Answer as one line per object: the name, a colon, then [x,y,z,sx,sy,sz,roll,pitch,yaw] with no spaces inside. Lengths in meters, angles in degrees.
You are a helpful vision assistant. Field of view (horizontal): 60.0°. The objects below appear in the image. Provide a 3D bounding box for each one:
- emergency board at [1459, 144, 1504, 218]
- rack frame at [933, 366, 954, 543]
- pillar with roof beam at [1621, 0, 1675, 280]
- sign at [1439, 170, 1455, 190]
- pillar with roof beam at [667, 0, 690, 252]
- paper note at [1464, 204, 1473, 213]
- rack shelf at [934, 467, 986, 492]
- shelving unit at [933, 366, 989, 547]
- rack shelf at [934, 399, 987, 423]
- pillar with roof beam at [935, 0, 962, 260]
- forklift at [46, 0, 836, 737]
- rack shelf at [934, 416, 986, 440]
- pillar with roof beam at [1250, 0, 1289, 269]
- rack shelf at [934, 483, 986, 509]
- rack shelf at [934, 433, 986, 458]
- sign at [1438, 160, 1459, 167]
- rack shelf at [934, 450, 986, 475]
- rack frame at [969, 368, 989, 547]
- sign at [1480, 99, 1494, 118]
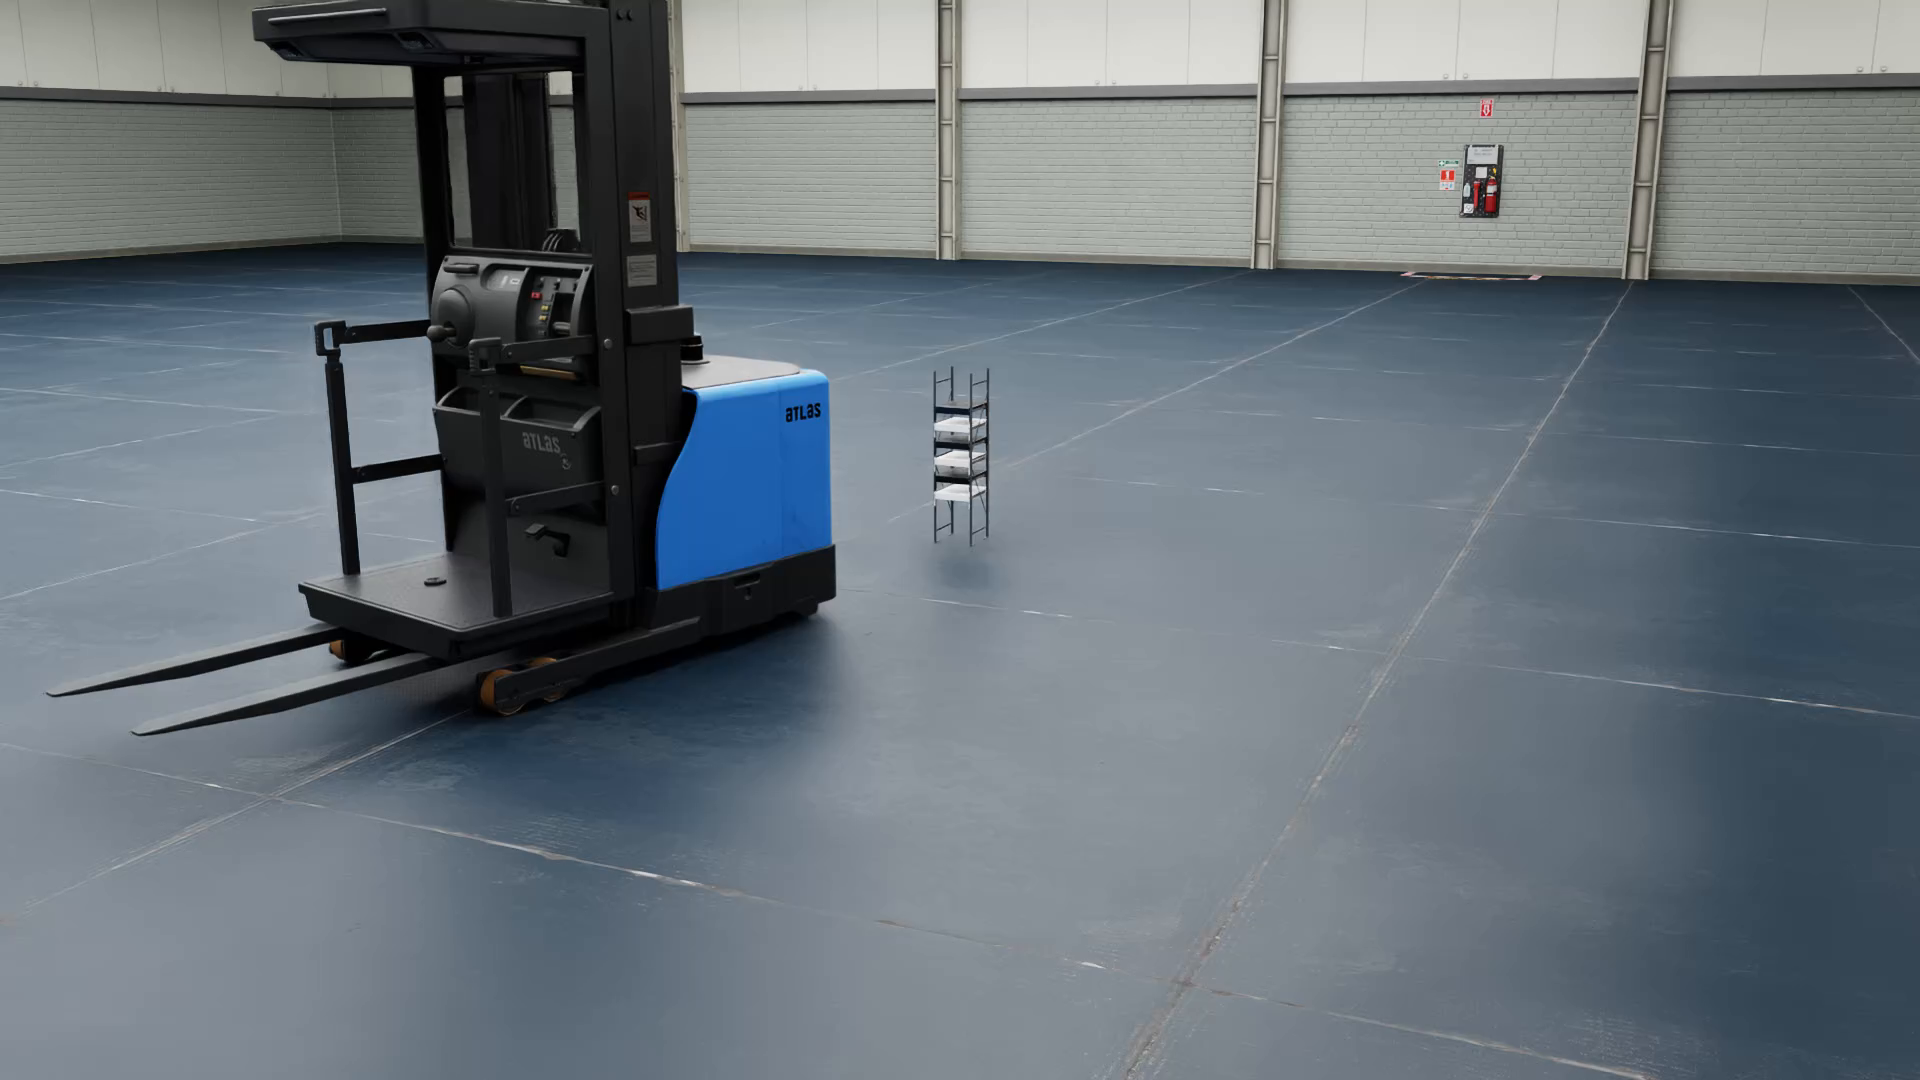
emergency board: [8.519,-5.863,27.176,0.643,1.169,0.194,6,14,23]
rack frame: [-0.086,-0.447,8.689,0.006,0.900,0.240,6,14,23]
pillar with roof beam: [9.019,-7.648,21.650,0.400,9.000,9.100,6,14,23]
sign: [8.055,-5.953,27.482,0.234,0.329,0.001,6,14,23]
pillar with roof beam: [-7.438,-9.314,28.748,0.400,9.000,9.100,6,14,23]
paper note: [8.385,-5.465,27.408,0.142,0.148,0.016,6,14,23]
rack shelf: [0.007,-0.317,8.677,0.200,0.077,0.258,6,14,23]
shelving unit: [0.007,-0.437,8.649,0.210,0.900,0.258,6,14,23]
rack shelf: [0.007,-0.668,8.595,0.200,0.077,0.258,6,14,23]
pillar with roof beam: [-1.953,-8.758,26.382,0.400,9.000,9.100,6,14,23]
forklift: [-1.867,-0.918,6.253,1.130,2.935,3.031,10,17,38]
rack shelf: [0.007,-0.580,8.615,0.200,0.077,0.258,6,14,23]
pillar with roof beam: [3.533,-8.203,24.016,0.400,9.000,9.100,6,14,23]
rack shelf: [0.007,-0.230,8.698,0.200,0.077,0.258,6,14,23]
rack shelf: [0.007,-0.493,8.636,0.200,0.077,0.258,6,14,23]
sign: [8.056,-6.209,27.412,0.331,0.109,0.001,6,14,23]
rack shelf: [0.007,-0.405,8.656,0.200,0.077,0.258,6,14,23]
rack frame: [0.100,-0.428,8.609,0.006,0.900,0.240,6,14,23]
sign: [8.552,-7.013,27.003,0.199,0.298,0.001,6,14,23]
